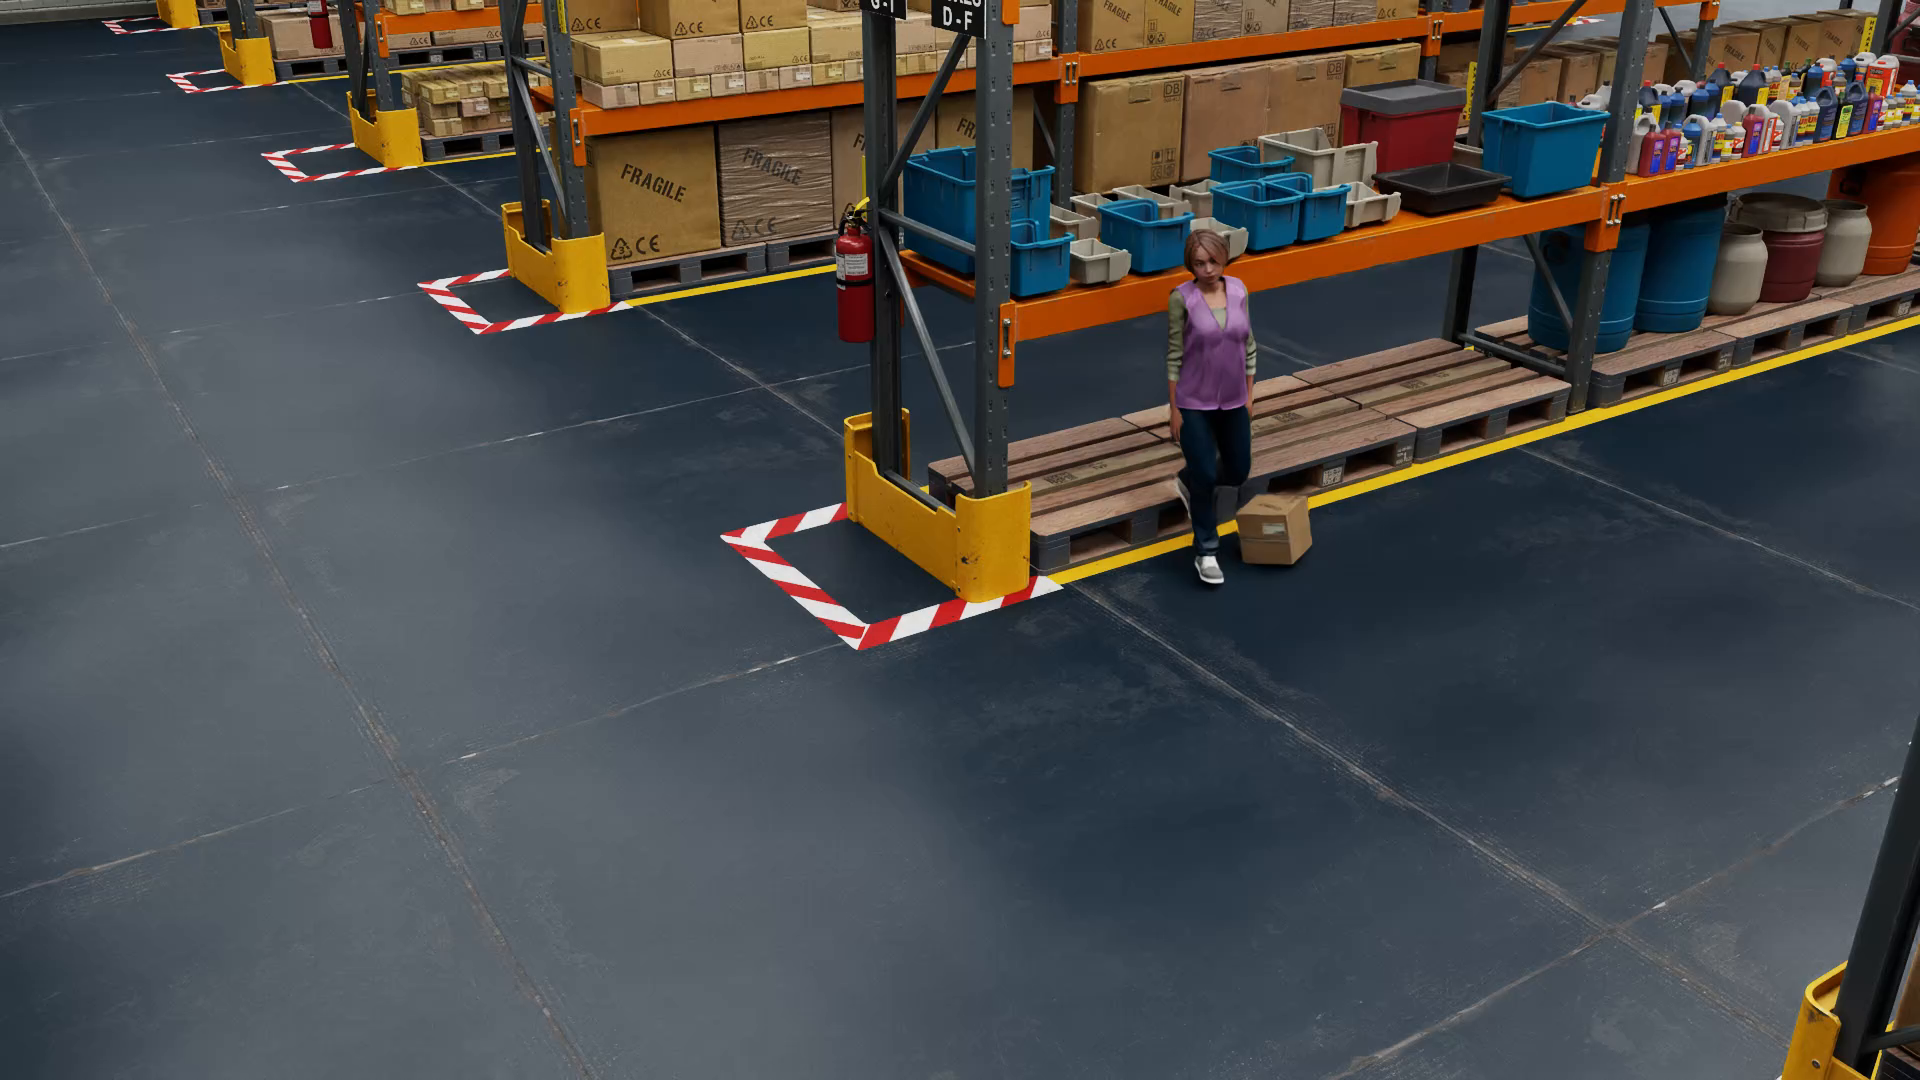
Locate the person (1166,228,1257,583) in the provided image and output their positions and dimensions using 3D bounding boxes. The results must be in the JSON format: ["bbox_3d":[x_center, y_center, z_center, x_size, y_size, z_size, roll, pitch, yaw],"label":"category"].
[{"bbox_3d":[1.094,-0.625,7.411,0.425,1.572,0.638,-7,26,-15],"label":"person"}]
